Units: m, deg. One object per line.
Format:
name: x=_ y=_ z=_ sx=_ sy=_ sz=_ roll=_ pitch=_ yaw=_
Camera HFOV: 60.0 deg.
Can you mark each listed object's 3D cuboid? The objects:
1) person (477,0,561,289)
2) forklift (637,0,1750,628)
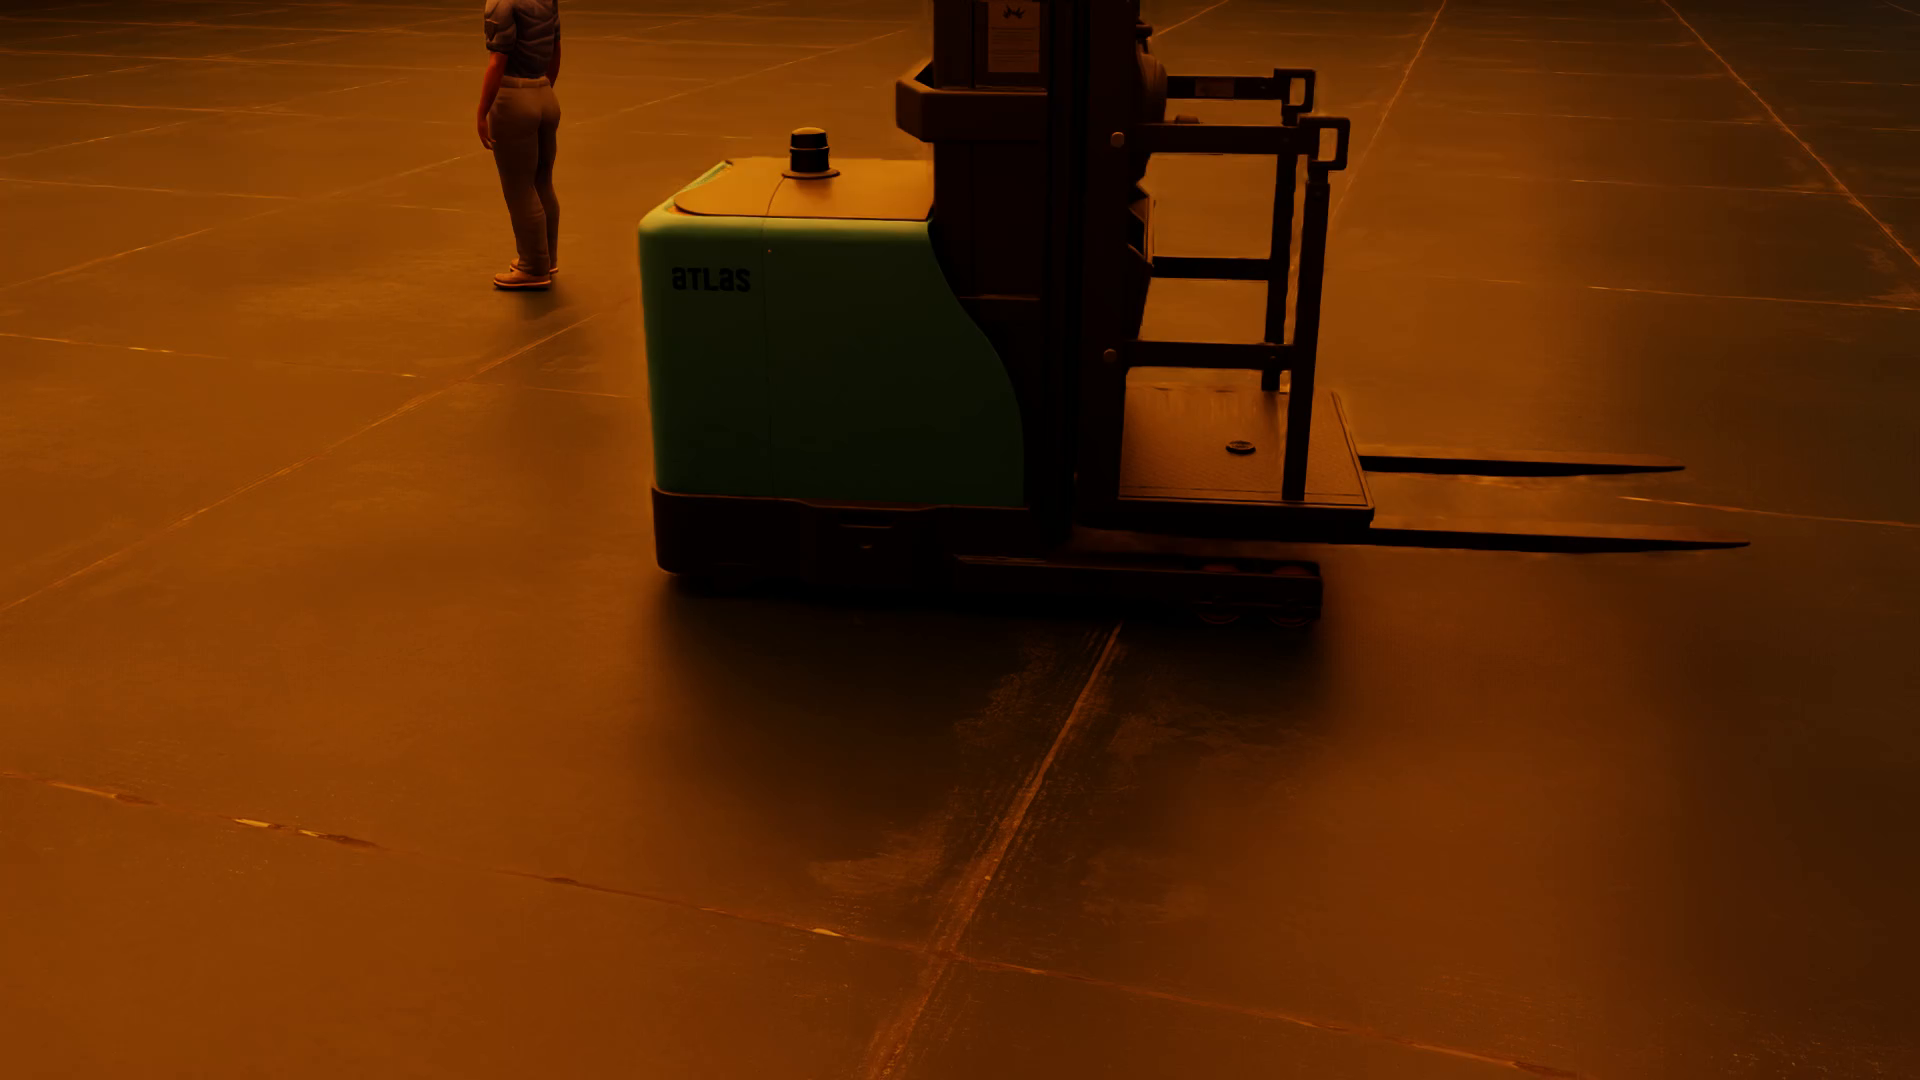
person: x=-2.116 y=-2.008 z=7.813 sx=0.503 sy=1.645 sz=0.569 roll=9 pitch=24 yaw=20
forklift: x=0.680 y=-1.330 z=4.501 sx=3.031 sy=2.935 sz=1.130 roll=2 pitch=23 yaw=6
